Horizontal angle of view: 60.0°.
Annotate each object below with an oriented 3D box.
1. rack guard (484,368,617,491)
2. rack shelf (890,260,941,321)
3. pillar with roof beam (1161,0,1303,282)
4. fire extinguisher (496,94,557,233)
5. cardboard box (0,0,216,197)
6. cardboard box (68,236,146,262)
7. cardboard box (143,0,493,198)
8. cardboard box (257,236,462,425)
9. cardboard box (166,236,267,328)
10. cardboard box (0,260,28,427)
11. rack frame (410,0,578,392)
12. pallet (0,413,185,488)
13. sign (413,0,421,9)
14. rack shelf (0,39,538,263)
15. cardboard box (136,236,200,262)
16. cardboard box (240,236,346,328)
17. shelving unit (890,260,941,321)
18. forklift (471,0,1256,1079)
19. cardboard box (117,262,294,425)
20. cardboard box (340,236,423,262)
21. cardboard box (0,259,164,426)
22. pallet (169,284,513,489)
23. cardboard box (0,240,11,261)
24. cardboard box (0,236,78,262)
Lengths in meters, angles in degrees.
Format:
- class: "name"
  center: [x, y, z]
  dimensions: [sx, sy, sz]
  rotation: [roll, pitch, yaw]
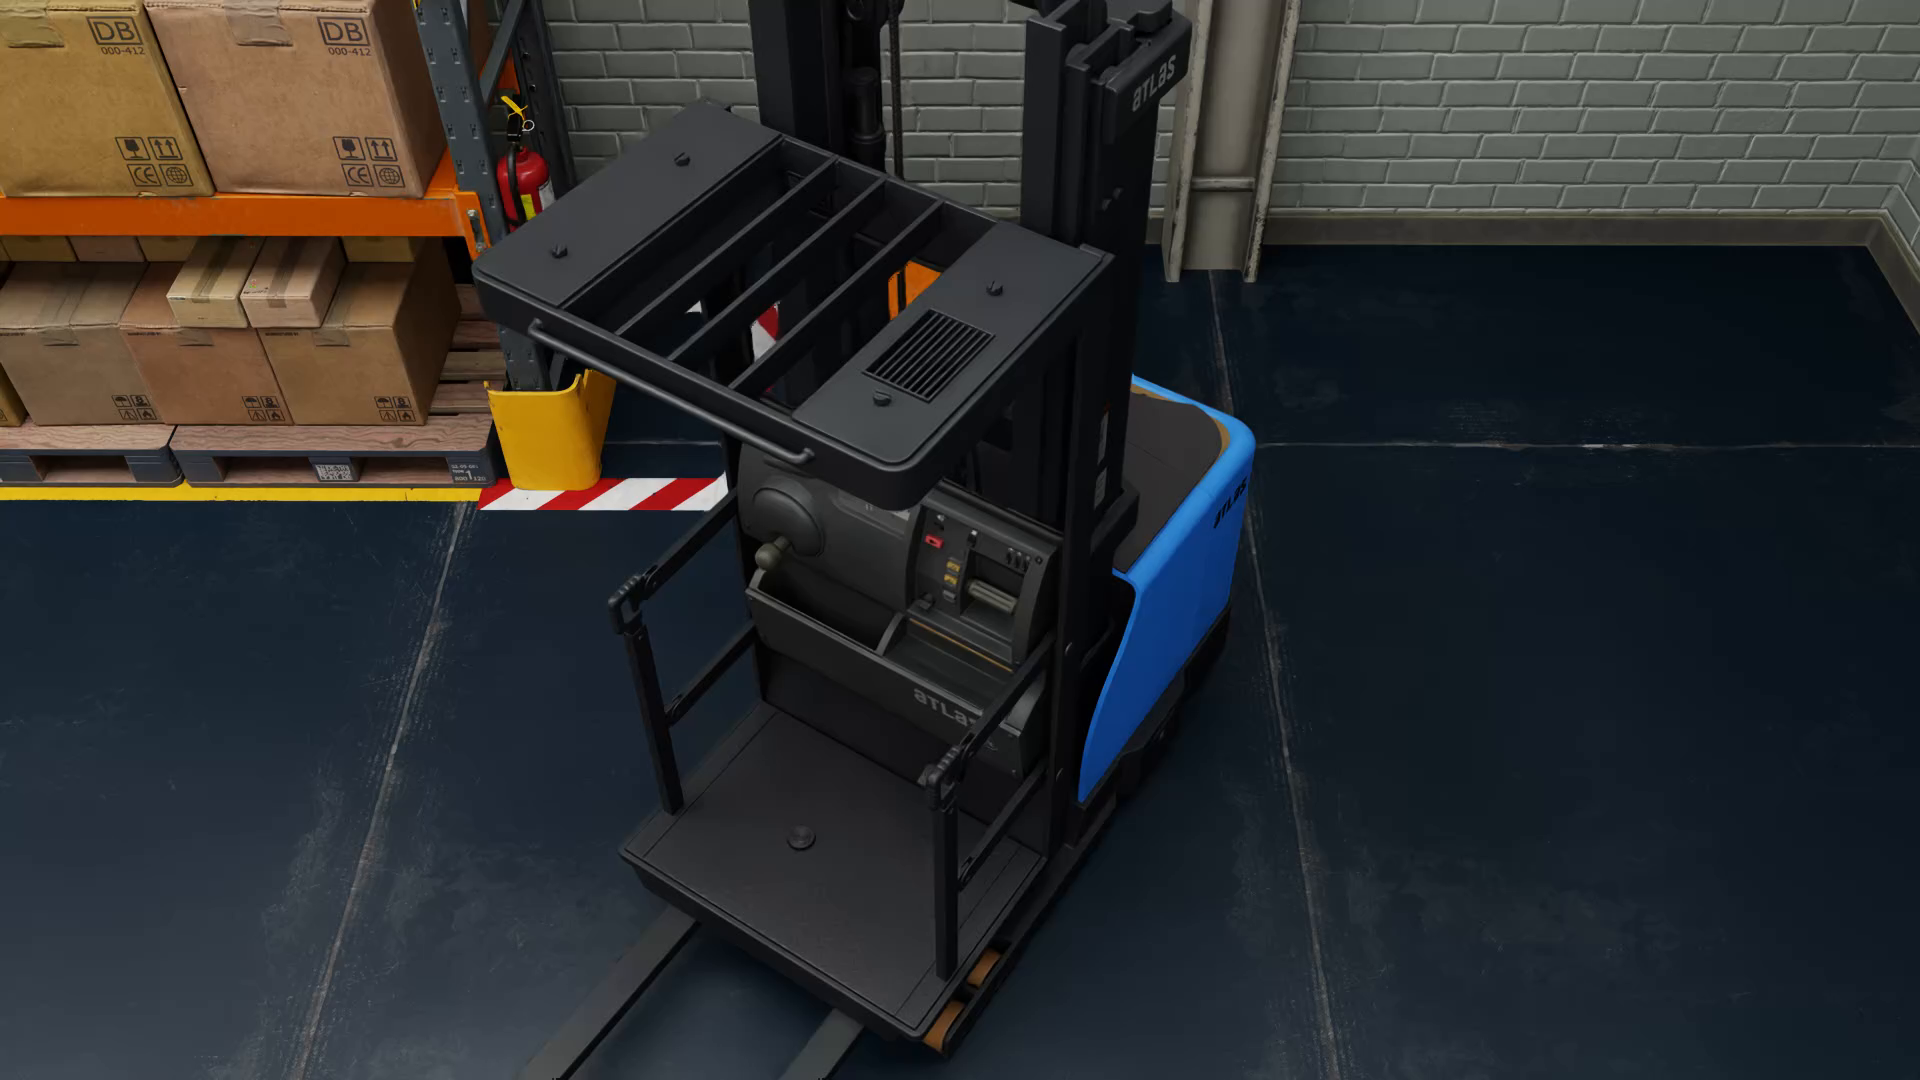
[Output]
- class: "rack guard"
  center: [-1.573, -0.790, 6.644]
  dimensions: [0.348, 0.500, 1.175]
  rotation: [0, 47, 0]
- class: "rack shelf"
  center: [-0.043, -0.785, 5.812]
  dimensions: [1.000, 0.278, 0.538]
  rotation: [-13, 48, -11]
- class: "pillar with roof beam"
  center: [1.090, -1.161, 1.183]
  dimensions: [0.400, 9.000, 9.100]
  rotation: [0, 47, 0]
- class: "fire extinguisher"
  center: [-1.448, -1.150, 5.579]
  dimensions: [0.183, 0.674, 0.296]
  rotation: [0, 47, 0]
- class: "cardboard box"
  center: [-2.835, -1.732, 5.608]
  dimensions: [0.700, 0.700, 0.980]
  rotation: [0, 47, 0]
- class: "cardboard box"
  center: [-3.183, -1.231, 6.324]
  dimensions: [0.250, 0.149, 0.380]
  rotation: [1, 47, 1]
- class: "cardboard box"
  center: [-2.107, -1.738, 5.614]
  dimensions: [0.700, 0.700, 0.980]
  rotation: [2, 47, 2]
- class: "cardboard box"
  center: [-2.298, -0.862, 6.424]
  dimensions: [0.500, 0.500, 0.700]
  rotation: [0, 47, 0]
- class: "cardboard box"
  center: [-2.682, -0.950, 6.063]
  dimensions: [0.250, 0.149, 0.380]
  rotation: [1, 47, 1]
- class: "cardboard box"
  center: [-3.834, -0.860, 6.422]
  dimensions: [0.500, 0.500, 0.700]
  rotation: [1, 47, 1]
- class: "rack frame"
  center: [-1.597, -1.642, 5.729]
  dimensions: [0.127, 3.000, 1.000]
  rotation: [0, 47, 0]
- class: "pallet"
  center: [-3.614, -0.642, 6.704]
  dimensions: [1.213, 0.211, 1.003]
  rotation: [0, 47, 0]
- class: "sign"
  center: [-1.613, -1.720, 4.849]
  dimensions: [0.005, 0.325, 0.100]
  rotation: [0, 47, 0]
- class: "rack shelf"
  center: [-3.597, -1.402, 5.997]
  dimensions: [4.000, 0.370, 1.077]
  rotation: [0, 47, 0]
- class: "cardboard box"
  center: [-2.929, -1.231, 6.324]
  dimensions: [0.250, 0.149, 0.380]
  rotation: [1, 47, 0]
- class: "cardboard box"
  center: [-2.427, -0.950, 6.063]
  dimensions: [0.250, 0.149, 0.380]
  rotation: [0, 47, 0]
- class: "shelving unit"
  center: [-0.043, -0.586, 6.027]
  dimensions: [1.048, 1.125, 0.538]
  rotation: [-13, 48, -11]
- class: "forklift"
  center: [-0.304, 0.089, 4.165]
  dimensions: [1.130, 2.935, 3.031]
  rotation: [26, 52, 22]
- class: "cardboard box"
  center: [-2.798, -0.863, 6.425]
  dimensions: [0.500, 0.500, 0.700]
  rotation: [0, 47, 0]
- class: "cardboard box"
  center: [-2.172, -1.229, 6.323]
  dimensions: [0.250, 0.149, 0.380]
  rotation: [0, 47, 0]
- class: "cardboard box"
  center: [-3.301, -0.864, 6.426]
  dimensions: [0.500, 0.500, 0.700]
  rotation: [-1, 47, -1]
- class: "pallet"
  center: [-2.397, -0.637, 6.699]
  dimensions: [1.213, 0.211, 1.003]
  rotation: [0, 47, 0]
- class: "cardboard box"
  center: [-3.693, -1.232, 6.325]
  dimensions: [0.250, 0.149, 0.380]
  rotation: [-1, 47, -1]
- class: "cardboard box"
  center: [-3.440, -1.231, 6.325]
  dimensions: [0.250, 0.149, 0.380]
  rotation: [1, 47, 1]
